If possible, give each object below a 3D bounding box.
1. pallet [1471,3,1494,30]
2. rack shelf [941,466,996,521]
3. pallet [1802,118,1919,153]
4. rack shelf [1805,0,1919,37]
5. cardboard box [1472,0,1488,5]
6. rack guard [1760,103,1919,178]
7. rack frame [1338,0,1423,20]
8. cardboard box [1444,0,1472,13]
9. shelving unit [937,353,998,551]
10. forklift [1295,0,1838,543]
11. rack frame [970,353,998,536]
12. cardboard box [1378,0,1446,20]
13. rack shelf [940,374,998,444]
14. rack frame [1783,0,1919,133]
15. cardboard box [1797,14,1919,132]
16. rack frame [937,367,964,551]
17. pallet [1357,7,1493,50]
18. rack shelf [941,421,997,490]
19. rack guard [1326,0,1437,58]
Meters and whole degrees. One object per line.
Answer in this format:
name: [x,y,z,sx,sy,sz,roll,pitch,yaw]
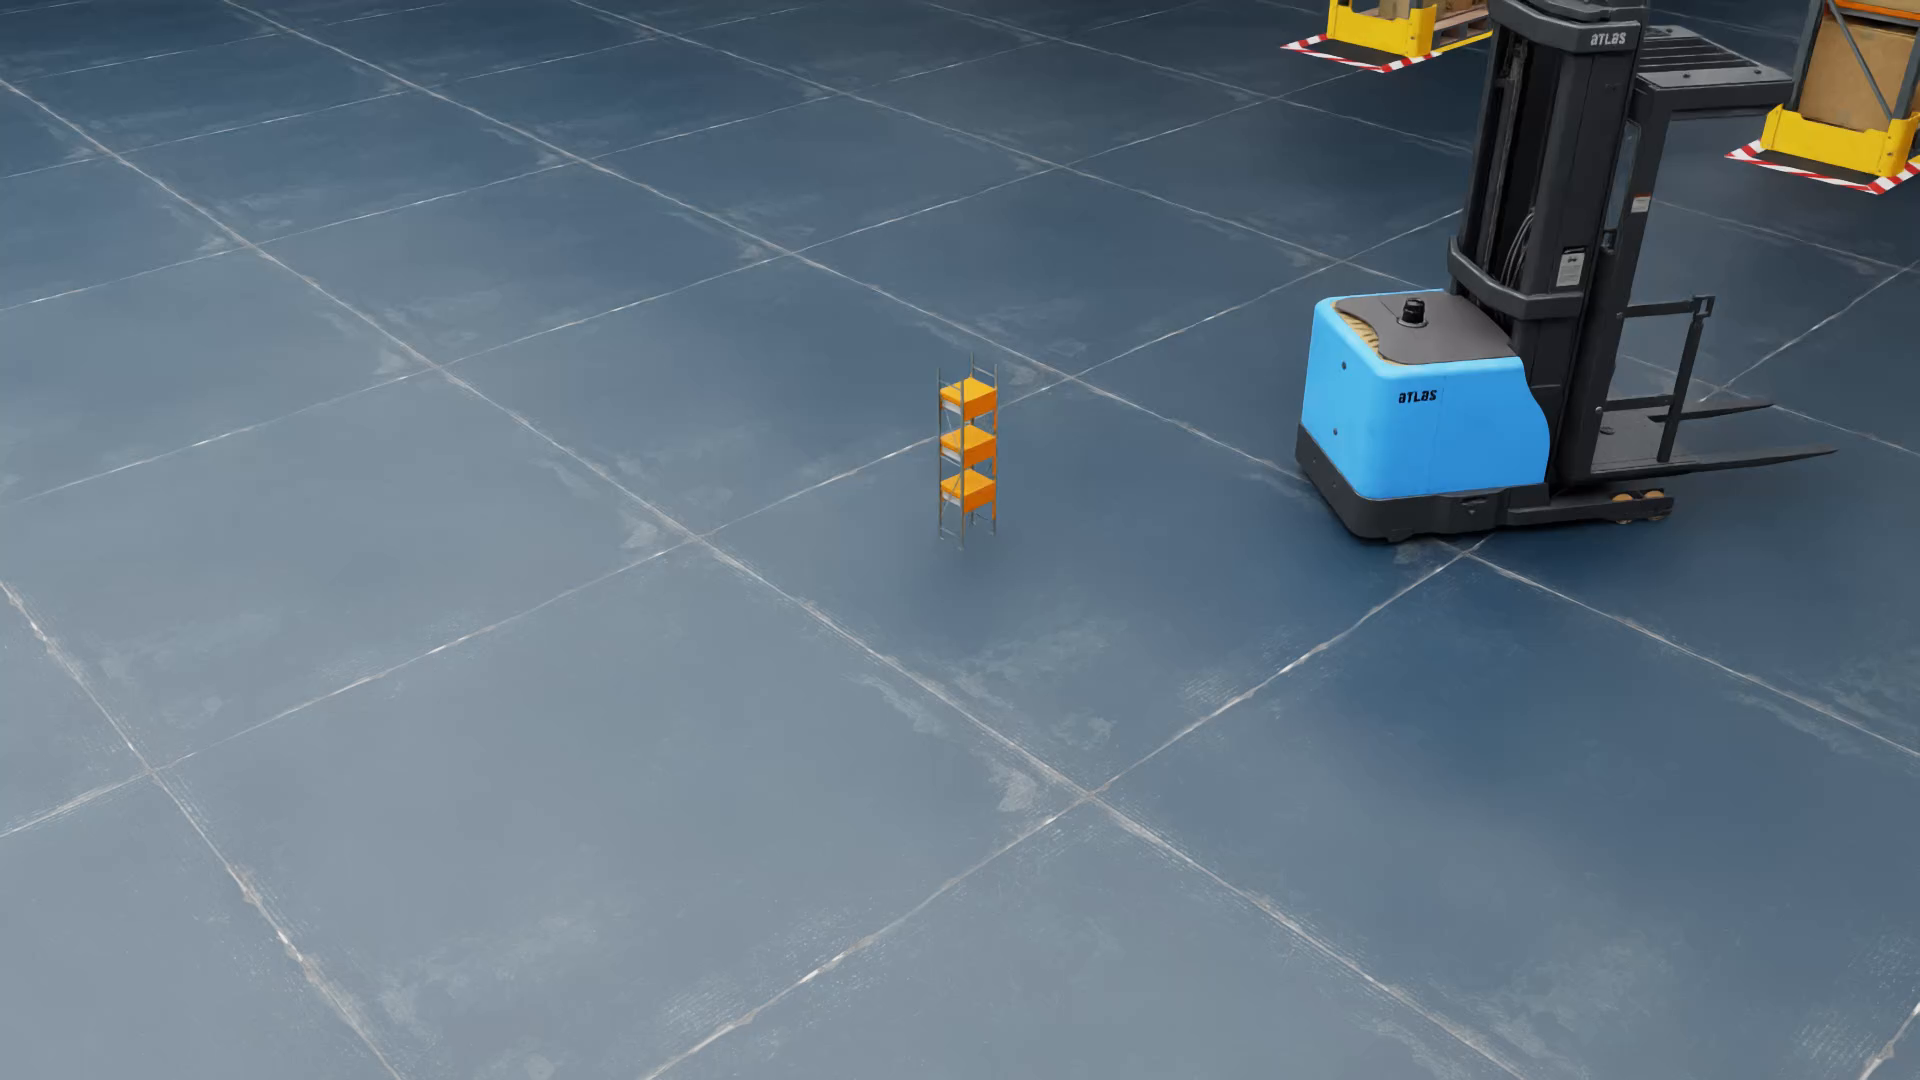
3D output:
pallet: [6.042,-6.168,19.135,1.213,0.211,1.003,-26,40,-35]
rack shelf: [0.039,-0.221,9.158,0.240,0.259,0.215,-26,40,-35]
pallet: [8.304,-3.816,15.289,1.213,0.211,1.003,-26,40,-35]
rack shelf: [9.237,-5.095,15.396,4.000,0.370,1.077,-26,40,-35]
cardboard box: [5.829,-6.393,18.824,0.500,0.500,0.500,-22,38,-31]
rack guard: [7.753,-3.617,14.686,0.348,0.500,1.175,-26,40,-35]
rack frame: [4.472,-6.626,17.210,0.127,3.000,1.000,-26,40,-35]
cardboard box: [5.357,-6.179,18.472,0.500,0.500,0.500,-15,35,-23]
shelving unit: [0.039,-0.467,9.007,0.252,1.050,0.215,-26,40,-35]
forklift: [3.565,-1.608,9.070,3.031,2.935,1.130,-6,32,-9]
rack frame: [0.129,-0.510,9.078,0.008,1.050,0.200,-26,40,-35]
cardboard box: [4.942,-5.953,18.104,0.500,0.500,0.500,-18,36,-27]
rack shelf: [0.039,-0.700,8.865,0.240,0.259,0.215,-26,40,-35]
rack frame: [7.771,-4.692,14.048,0.127,3.000,1.000,-26,40,-35]
cardboard box: [8.223,-4.231,14.928,0.875,0.875,0.875,-26,40,-35]
rack frame: [-0.050,-0.424,8.936,0.008,1.050,0.200,-26,40,-35]
pallet: [5.148,-5.737,18.431,1.213,0.211,1.003,-26,40,-35]
rack shelf: [0.039,-0.458,9.013,0.240,0.259,0.215,-26,40,-35]
rack guard: [4.528,-5.586,17.906,0.348,0.500,1.175,-26,40,-35]
